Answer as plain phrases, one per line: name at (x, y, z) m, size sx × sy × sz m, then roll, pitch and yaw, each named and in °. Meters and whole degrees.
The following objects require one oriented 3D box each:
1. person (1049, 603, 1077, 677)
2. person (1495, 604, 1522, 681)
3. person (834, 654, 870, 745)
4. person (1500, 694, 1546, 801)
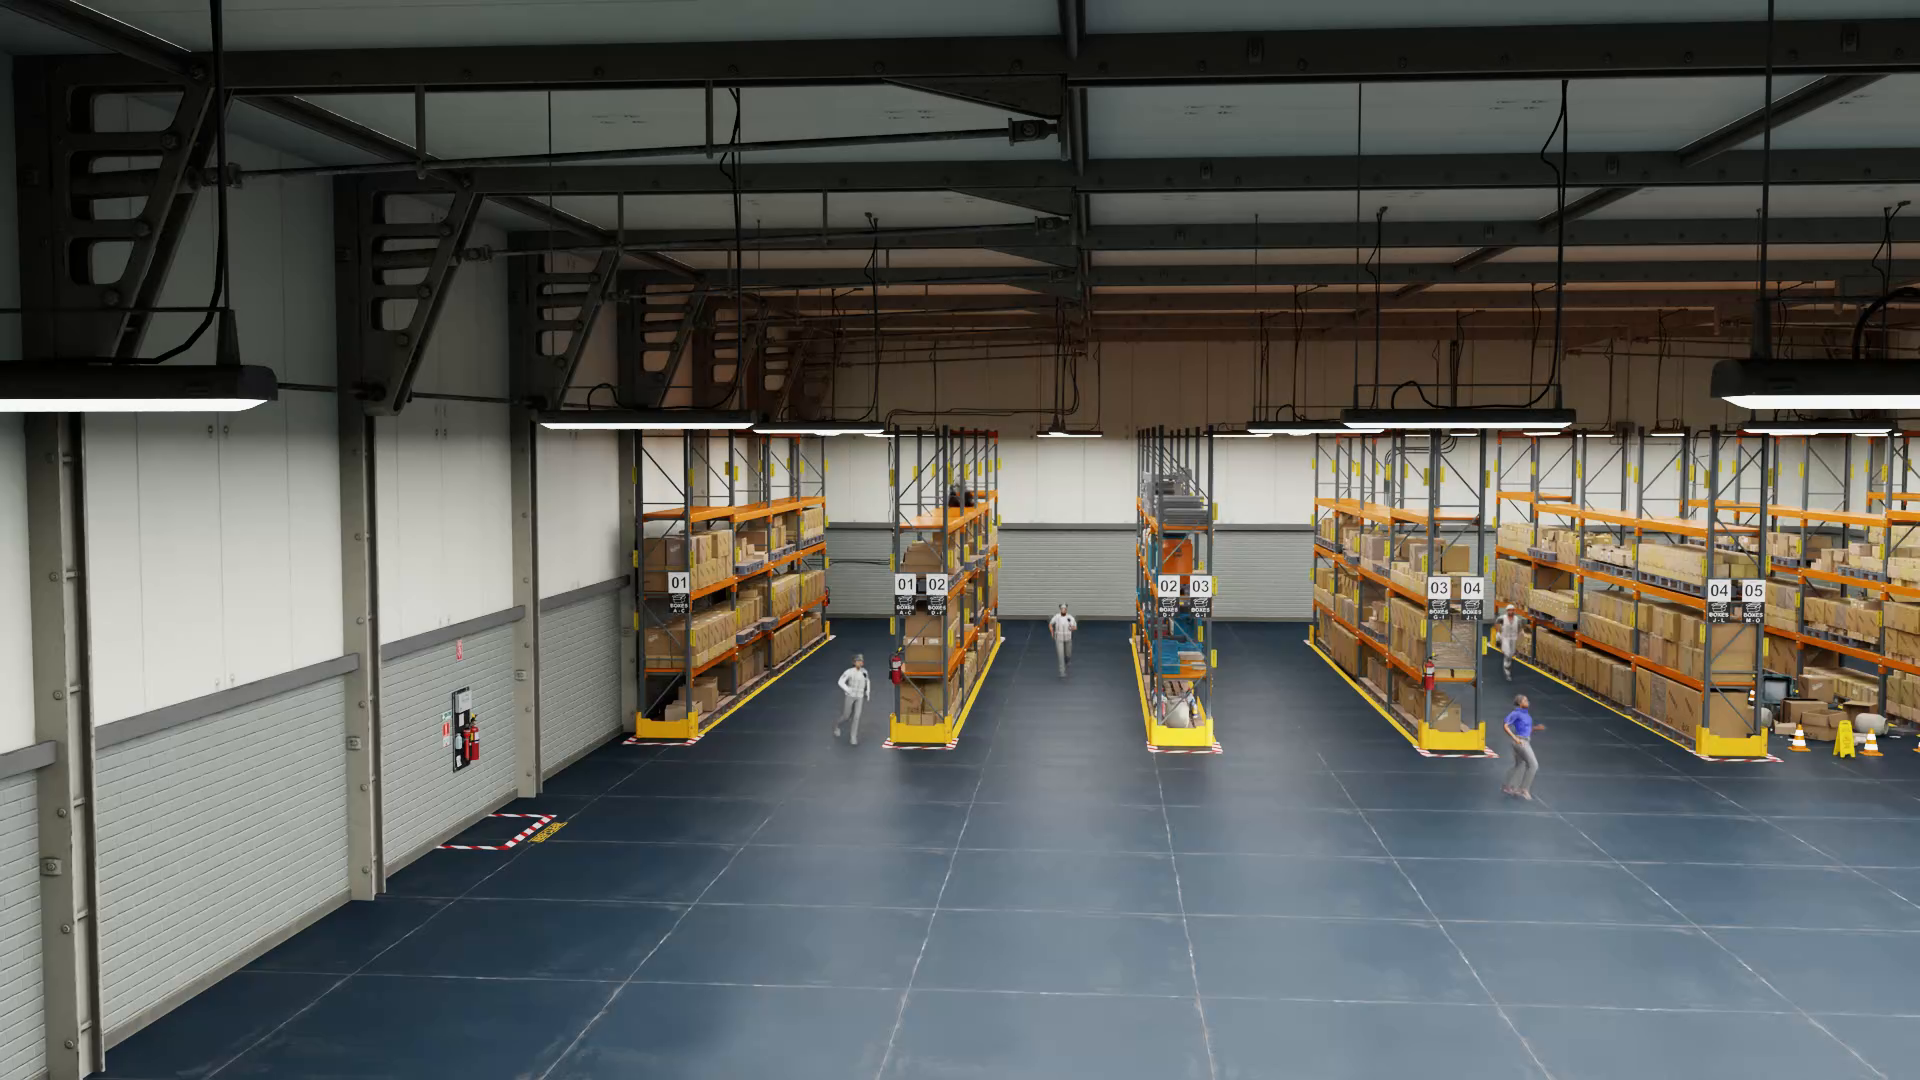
person at (2.511, 2.403, 40.408) m, size 0.672 × 1.750 × 0.953 m, roll 0°, pitch 3°, yaw -5°
person at (13.185, 2.441, 39.930) m, size 0.574 × 1.831 × 0.912 m, roll 0°, pitch 3°, yaw -3°
person at (-1.977, 2.988, 31.557) m, size 0.674 × 1.654 × 0.901 m, roll -1°, pitch 4°, yaw -22°
person at (8.981, 3.310, 26.519) m, size 0.677 × 1.703 × 0.553 m, roll 2°, pitch 4°, yaw 30°
